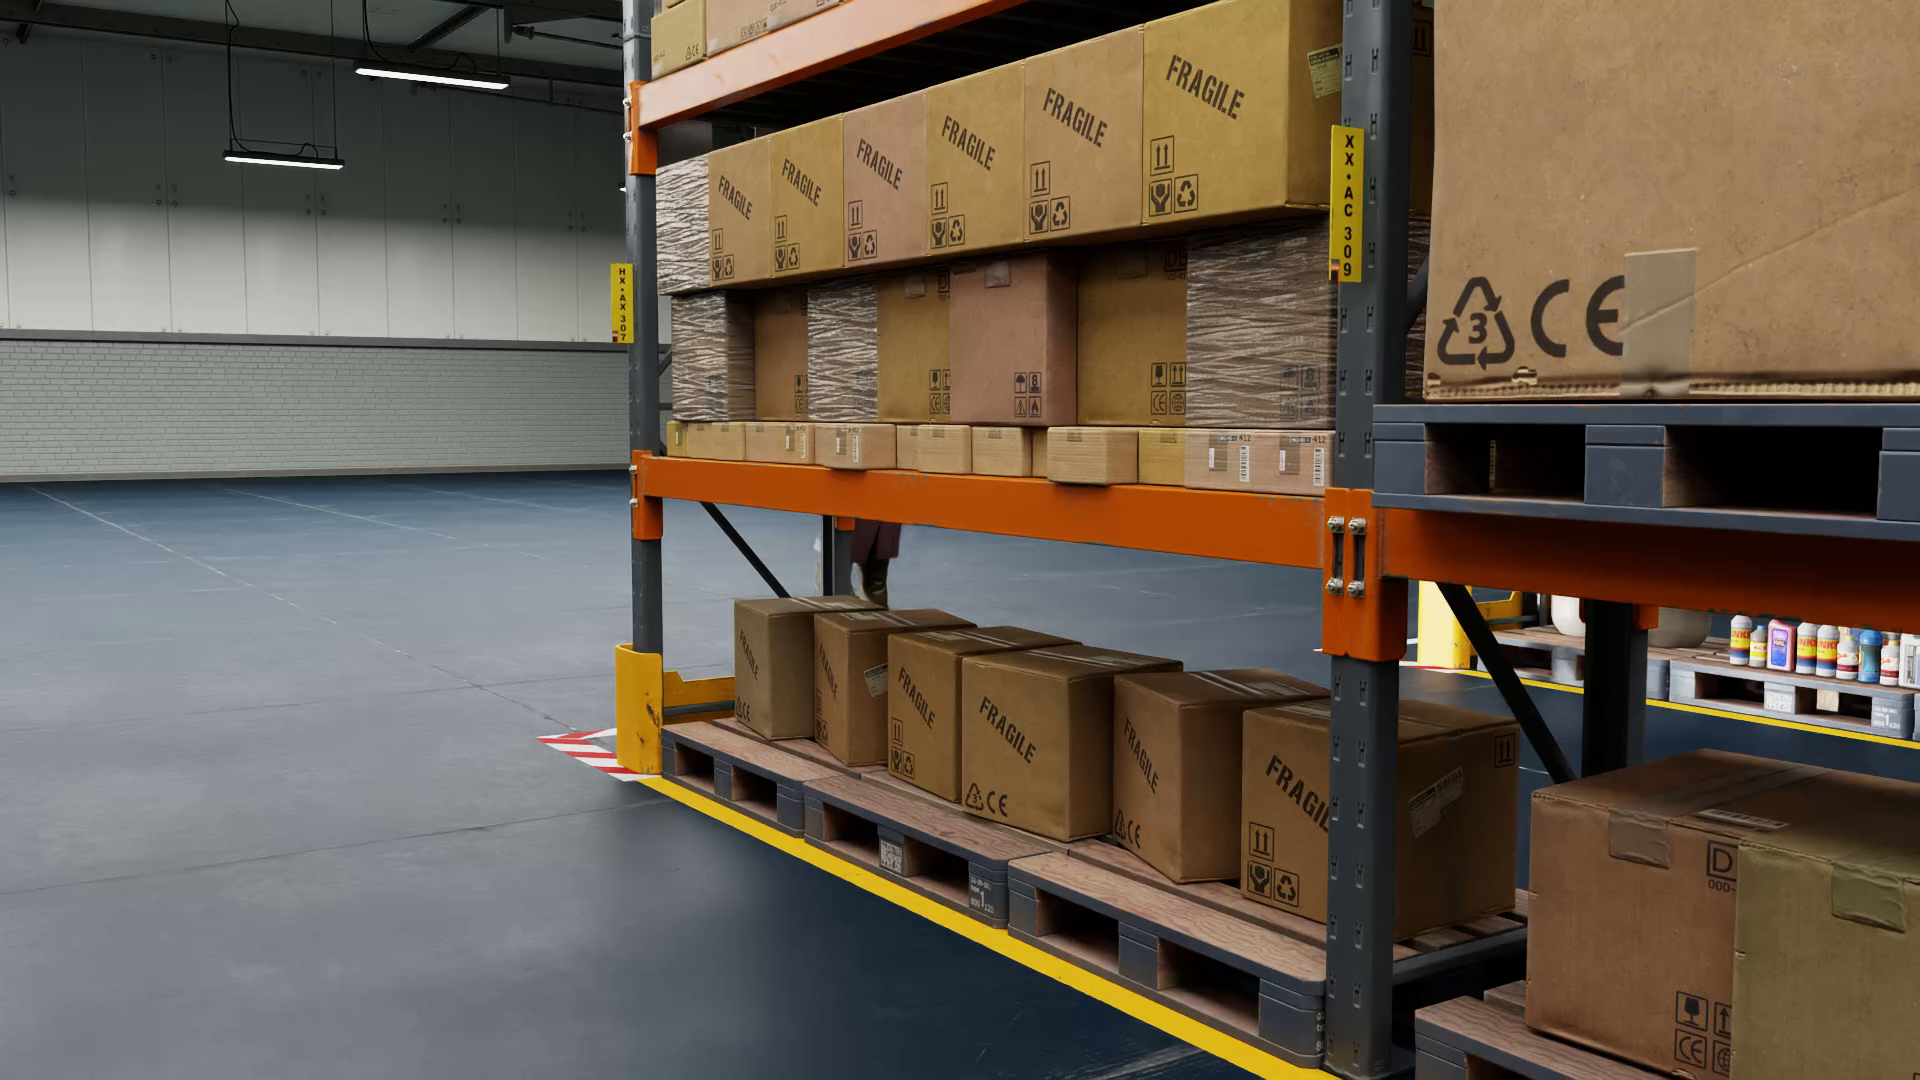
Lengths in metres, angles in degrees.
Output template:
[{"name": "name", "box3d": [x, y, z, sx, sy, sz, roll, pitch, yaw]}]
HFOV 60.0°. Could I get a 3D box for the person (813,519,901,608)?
[{"name": "person", "box3d": [-0.533, -0.133, 9.185, 0.608, 1.770, 0.680, -3, 6, -35]}]
